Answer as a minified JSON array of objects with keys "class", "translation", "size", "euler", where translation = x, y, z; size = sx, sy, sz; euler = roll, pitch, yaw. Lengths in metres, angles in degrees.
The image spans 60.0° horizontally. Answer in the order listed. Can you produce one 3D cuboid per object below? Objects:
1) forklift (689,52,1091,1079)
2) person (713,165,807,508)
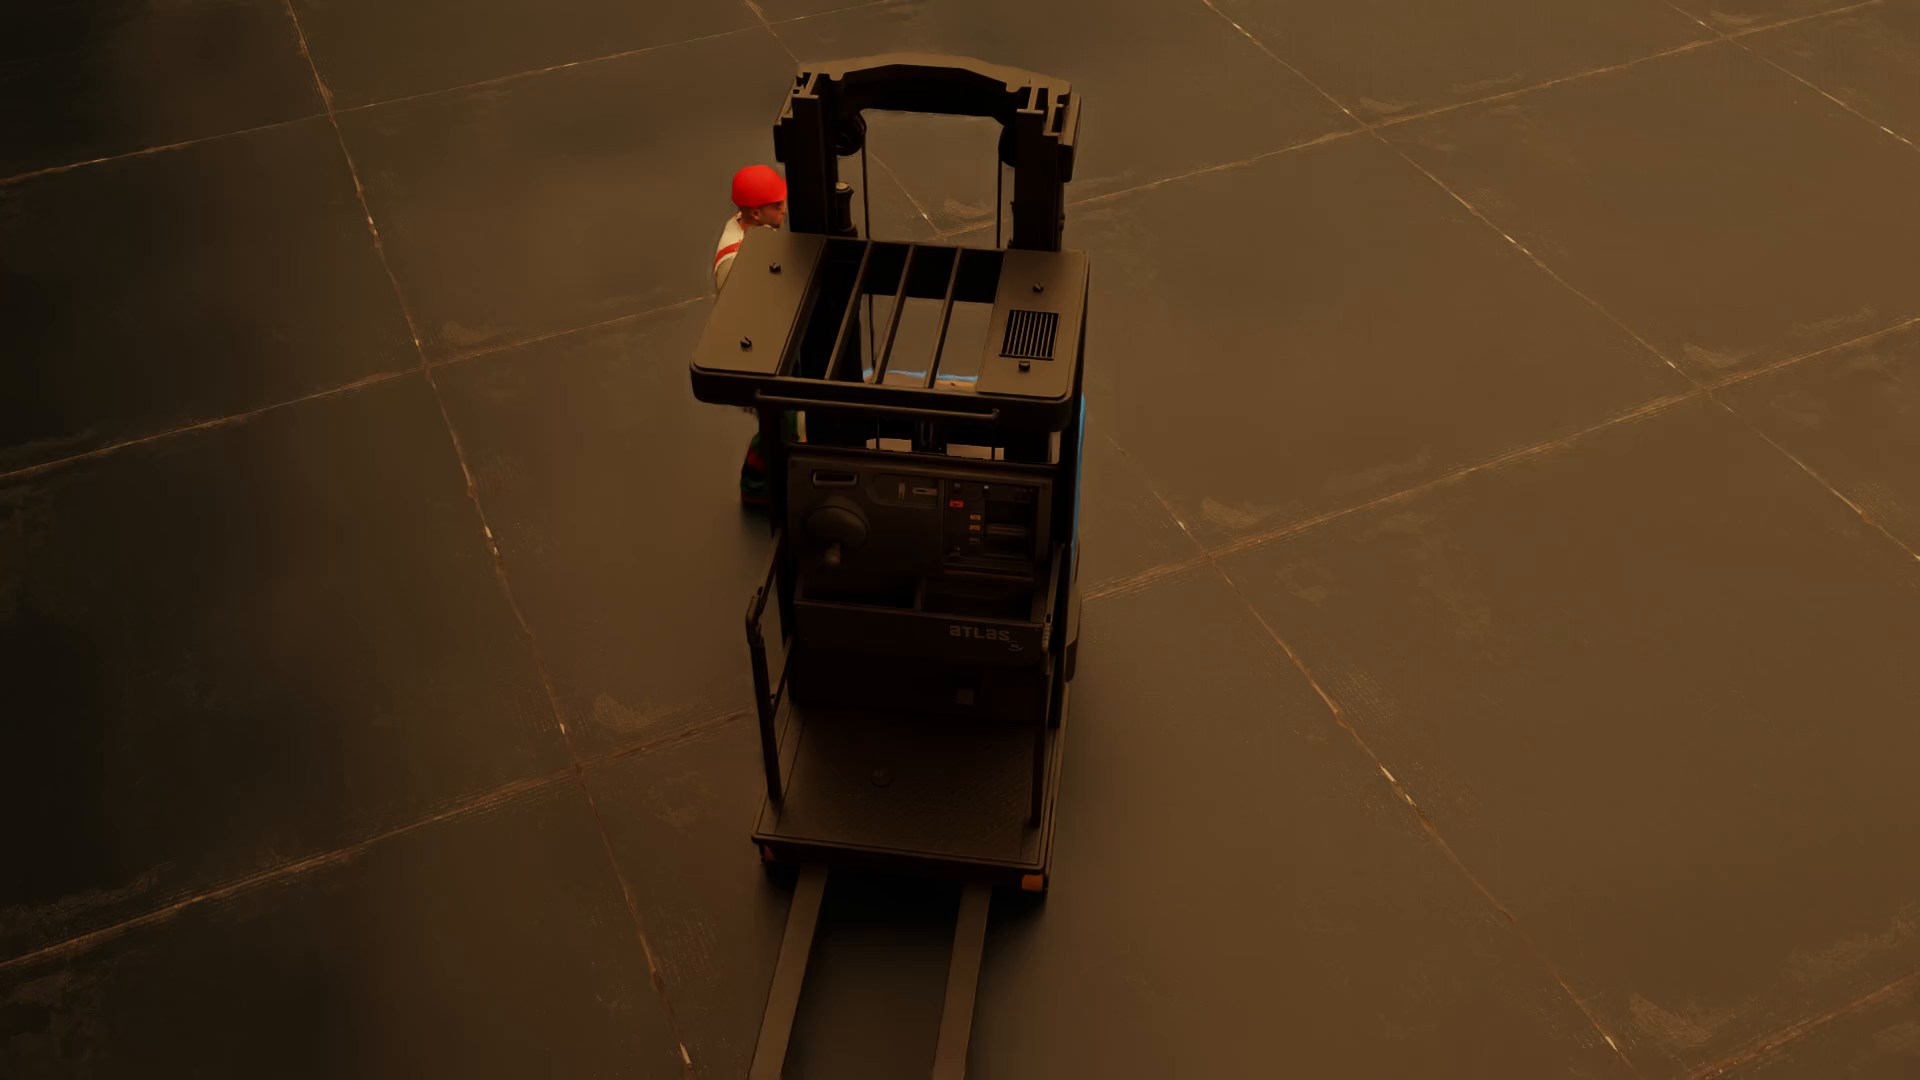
[{"class":"forklift","translation":[-0.173,0.014,5.665],"size":[1.130,2.935,3.031],"euler":[5,43,6]},{"class":"person","translation":[-0.873,-0.906,7.520],"size":[0.398,1.754,0.815],"euler":[3,43,3]}]
